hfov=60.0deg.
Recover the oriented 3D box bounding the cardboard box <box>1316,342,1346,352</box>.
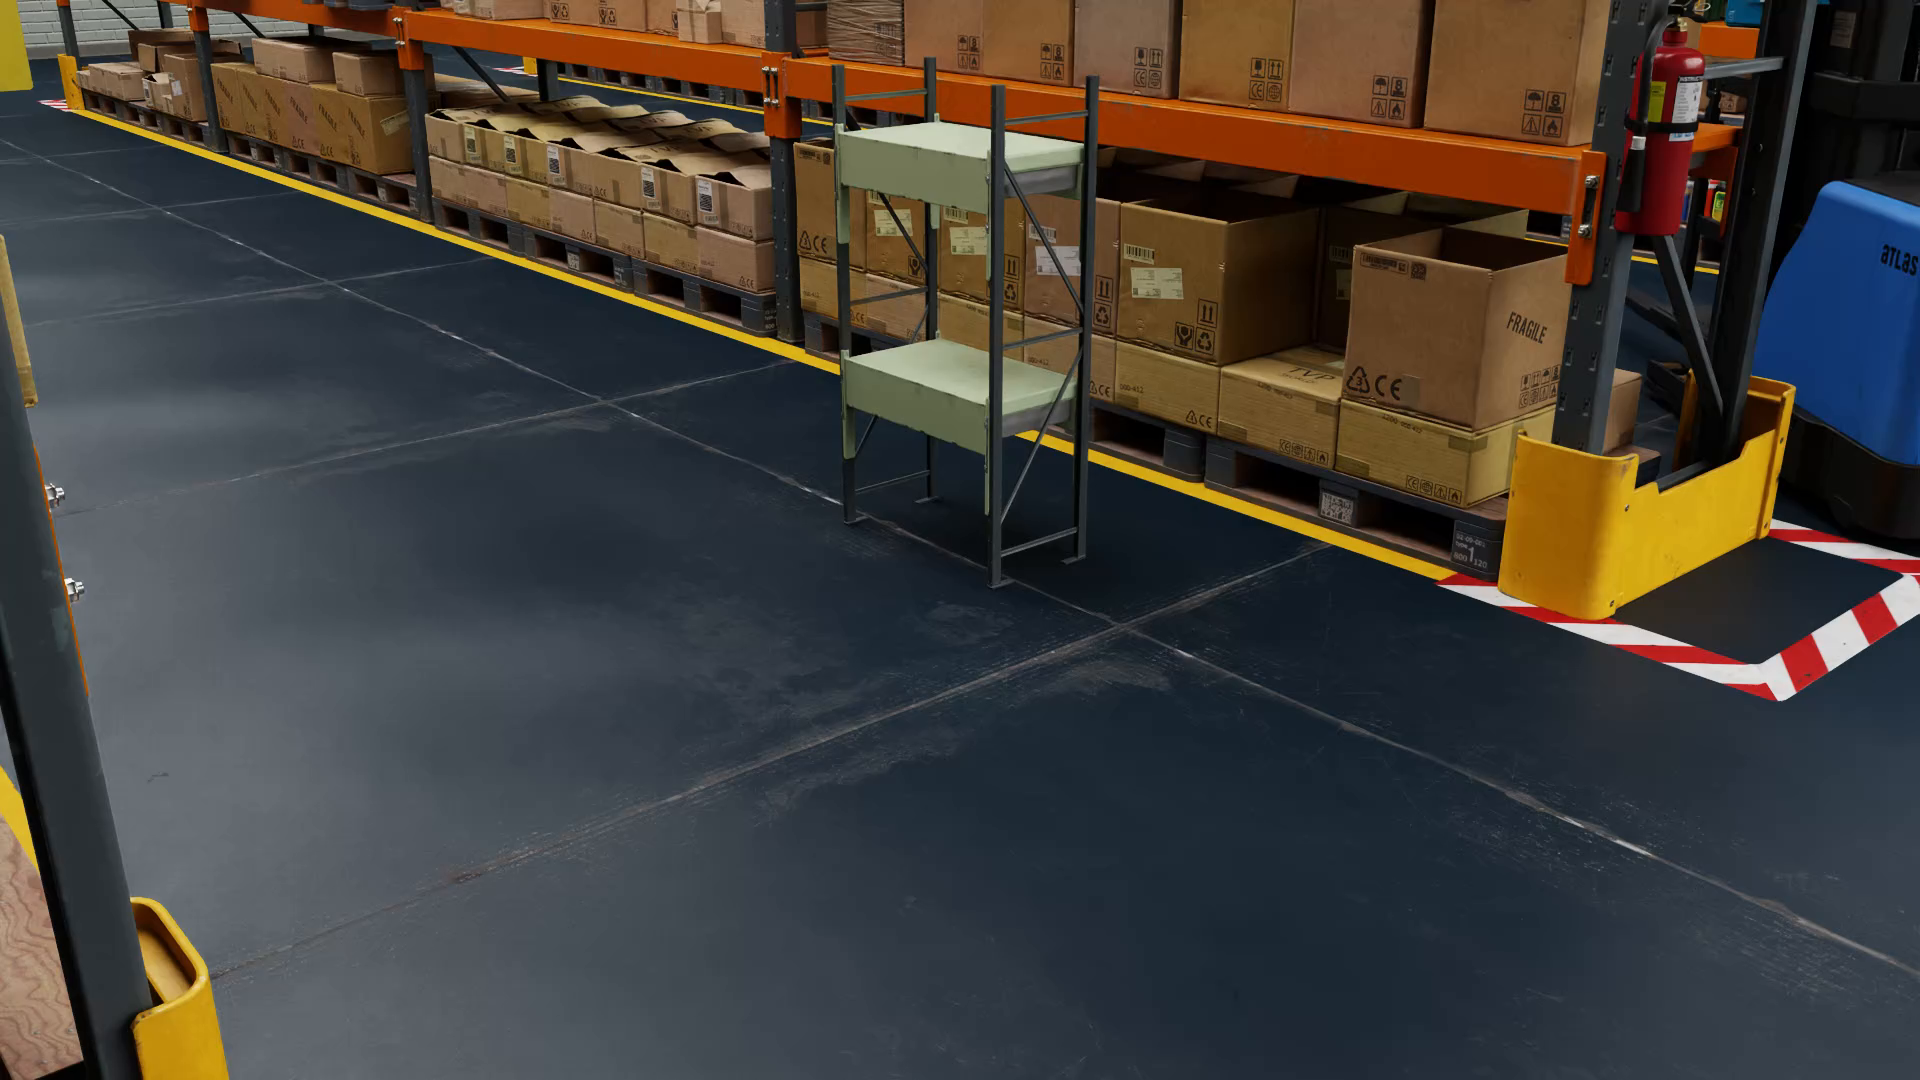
[{"bbox_3d":[1.649,-0.597,6.089,0.500,0.250,0.500,-17,27,-37],"label":"cardboard box"}]

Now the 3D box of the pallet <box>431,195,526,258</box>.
[{"bbox_3d":[-2.554,-2.018,10.347,1.003,0.211,1.213,-17,27,-37],"label":"pallet"}]

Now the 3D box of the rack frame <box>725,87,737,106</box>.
[{"bbox_3d":[-1.918,-5.837,16.273,1.000,3.000,0.127,-17,27,-37],"label":"rack frame"}]

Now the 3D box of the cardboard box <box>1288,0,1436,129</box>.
[{"bbox_3d":[1.519,-1.666,5.486,0.700,0.500,0.500,-17,27,-36],"label":"cardboard box"}]

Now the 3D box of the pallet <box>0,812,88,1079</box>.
[{"bbox_3d":[-2.143,0.882,2.943,1.003,0.211,1.213,-17,27,-37],"label":"pallet"}]

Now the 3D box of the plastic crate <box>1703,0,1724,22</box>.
[{"bbox_3d":[3.976,-3.085,9.539,0.450,0.188,0.662,-17,27,-37],"label":"plastic crate"}]

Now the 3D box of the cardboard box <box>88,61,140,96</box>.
[{"bbox_3d":[-7.818,-4.332,15.599,0.500,0.250,0.500,-17,27,-37],"label":"cardboard box"}]

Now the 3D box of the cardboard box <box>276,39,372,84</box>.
[{"bbox_3d":[-4.561,-3.442,11.956,0.500,0.250,0.500,-18,28,-38],"label":"cardboard box"}]

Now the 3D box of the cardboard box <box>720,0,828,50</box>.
[{"bbox_3d":[-0.805,-2.504,7.970,0.500,0.250,0.500,-15,26,-34],"label":"cardboard box"}]

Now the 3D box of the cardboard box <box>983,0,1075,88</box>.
[{"bbox_3d":[0.517,-2.090,6.570,0.700,0.500,0.500,-17,27,-37],"label":"cardboard box"}]

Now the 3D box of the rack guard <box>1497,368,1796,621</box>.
[{"bbox_3d":[2.176,-0.173,5.239,1.175,0.500,0.348,-17,27,-37],"label":"rack guard"}]

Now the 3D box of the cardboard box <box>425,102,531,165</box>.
[{"bbox_3d":[-2.943,-2.515,10.218,0.500,0.311,0.500,-16,27,-36],"label":"cardboard box"}]

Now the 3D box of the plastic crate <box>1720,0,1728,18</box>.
[{"bbox_3d":[4.556,-3.115,9.686,0.530,0.136,0.437,-17,27,-37],"label":"plastic crate"}]

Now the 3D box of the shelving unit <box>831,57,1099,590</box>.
[{"bbox_3d":[0.004,-0.697,5.206,0.431,1.500,0.755,-17,27,-37],"label":"shelving unit"}]

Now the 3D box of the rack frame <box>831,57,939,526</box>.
[{"bbox_3d":[-0.235,-0.798,5.464,0.400,1.500,0.023,-17,27,-37],"label":"rack frame"}]

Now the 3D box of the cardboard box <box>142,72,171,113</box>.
[{"bbox_3d":[-6.749,-3.908,14.434,0.500,0.311,0.500,-17,27,-37],"label":"cardboard box"}]

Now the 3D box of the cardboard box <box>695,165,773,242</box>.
[{"bbox_3d":[-0.933,-1.668,8.056,0.500,0.311,0.500,-17,27,-37],"label":"cardboard box"}]

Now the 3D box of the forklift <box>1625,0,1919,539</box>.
[{"bbox_3d":[3.458,-1.852,6.194,1.130,2.935,3.031,0,21,0],"label":"forklift"}]

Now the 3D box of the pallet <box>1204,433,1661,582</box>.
[{"bbox_3d":[1.629,-0.246,5.823,1.003,0.211,1.213,-17,27,-37],"label":"pallet"}]

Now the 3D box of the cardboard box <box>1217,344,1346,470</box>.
[{"bbox_3d":[1.251,-0.471,5.769,0.500,0.250,0.500,-17,27,-37],"label":"cardboard box"}]

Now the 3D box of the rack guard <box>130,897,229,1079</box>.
[{"bbox_3d":[-1.640,0.980,2.296,1.175,0.500,0.348,-17,27,-37],"label":"rack guard"}]

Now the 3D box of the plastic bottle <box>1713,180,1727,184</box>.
[{"bbox_3d":[4.321,-1.966,9.512,0.061,0.283,0.133,-17,27,-37],"label":"plastic bottle"}]

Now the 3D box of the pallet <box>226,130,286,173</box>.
[{"bbox_3d":[-5.113,-3.144,13.223,1.003,0.211,1.213,-17,27,-37],"label":"pallet"}]

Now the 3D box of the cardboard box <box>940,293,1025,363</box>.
[{"bbox_3d":[0.267,-0.884,6.824,0.500,0.250,0.500,-17,27,-37],"label":"cardboard box"}]

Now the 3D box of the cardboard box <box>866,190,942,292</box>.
[{"bbox_3d":[-0.053,-1.374,7.044,0.500,0.500,0.500,-17,27,-37],"label":"cardboard box"}]

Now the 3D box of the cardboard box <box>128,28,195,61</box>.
[{"bbox_3d":[-7.742,-4.713,16.228,0.500,0.500,0.500,-17,27,-37],"label":"cardboard box"}]

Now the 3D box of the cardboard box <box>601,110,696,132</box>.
[{"bbox_3d":[-1.862,-2.361,9.826,0.500,0.311,0.500,-18,27,-38],"label":"cardboard box"}]

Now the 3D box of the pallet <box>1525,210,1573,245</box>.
[{"bbox_3d":[3.711,-2.132,10.639,1.003,0.211,1.213,-17,27,-37],"label":"pallet"}]

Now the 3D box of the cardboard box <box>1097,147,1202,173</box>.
[{"bbox_3d":[0.664,-1.358,7.005,0.500,0.500,0.500,-17,27,-37],"label":"cardboard box"}]

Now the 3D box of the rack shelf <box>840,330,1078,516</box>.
[{"bbox_3d":[0.004,-0.393,5.325,0.431,0.370,0.720,-17,27,-37],"label":"rack shelf"}]

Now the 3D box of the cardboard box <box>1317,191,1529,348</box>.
[{"bbox_3d":[1.651,-0.946,5.953,0.500,0.500,0.500,-17,27,-37],"label":"cardboard box"}]

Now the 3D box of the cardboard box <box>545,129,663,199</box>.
[{"bbox_3d":[-1.926,-2.089,9.129,0.500,0.311,0.500,-18,28,-38],"label":"cardboard box"}]

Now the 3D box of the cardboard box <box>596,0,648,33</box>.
[{"bbox_3d":[-1.611,-2.995,8.880,0.500,0.500,0.500,-17,27,-37],"label":"cardboard box"}]

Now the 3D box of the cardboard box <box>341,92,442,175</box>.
[{"bbox_3d":[-3.850,-2.797,11.336,0.500,0.500,0.500,-16,27,-35],"label":"cardboard box"}]

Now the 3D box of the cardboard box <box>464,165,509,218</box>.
[{"bbox_3d":[-2.614,-2.115,9.966,0.500,0.250,0.500,-18,28,-39],"label":"cardboard box"}]

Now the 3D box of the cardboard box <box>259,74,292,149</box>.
[{"bbox_3d":[-4.865,-3.223,12.425,0.500,0.500,0.500,-17,27,-37],"label":"cardboard box"}]

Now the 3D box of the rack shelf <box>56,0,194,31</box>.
[{"bbox_3d":[-6.979,-4.876,14.807,1.077,0.370,4.000,-17,27,-37],"label":"rack shelf"}]

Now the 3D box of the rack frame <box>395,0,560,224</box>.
[{"bbox_3d":[-3.062,-3.553,10.443,1.000,3.000,0.127,-17,27,-37],"label":"rack frame"}]

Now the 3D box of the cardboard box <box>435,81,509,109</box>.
[{"bbox_3d":[-3.489,-2.931,11.680,0.500,0.500,0.500,-19,28,-39],"label":"cardboard box"}]

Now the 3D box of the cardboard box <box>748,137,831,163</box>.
[{"bbox_3d":[-0.855,-1.938,8.744,0.500,0.311,0.500,-18,28,-38],"label":"cardboard box"}]

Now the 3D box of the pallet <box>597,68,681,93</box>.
[{"bbox_3d":[-3.228,-5.069,18.138,1.003,0.211,1.213,-17,27,-37],"label":"pallet"}]

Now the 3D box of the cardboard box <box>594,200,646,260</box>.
[{"bbox_3d":[-1.604,-1.690,8.881,0.500,0.250,0.500,-17,27,-36],"label":"cardboard box"}]

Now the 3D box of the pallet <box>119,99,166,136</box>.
[{"bbox_3d":[-6.921,-3.887,15.120,1.003,0.211,1.213,-17,27,-37],"label":"pallet"}]

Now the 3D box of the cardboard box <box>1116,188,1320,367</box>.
[{"bbox_3d":[0.921,-0.958,5.982,0.500,0.500,0.500,-17,27,-37],"label":"cardboard box"}]

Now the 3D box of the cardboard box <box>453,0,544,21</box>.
[{"bbox_3d":[-2.625,-3.219,9.711,0.500,0.311,0.500,-18,28,-38],"label":"cardboard box"}]

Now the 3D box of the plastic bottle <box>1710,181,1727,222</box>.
[{"bbox_3d":[4.294,-1.892,9.324,0.061,0.283,0.133,-17,27,-36],"label":"plastic bottle"}]

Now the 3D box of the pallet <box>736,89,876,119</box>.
[{"bbox_3d":[-1.446,-4.315,16.212,1.003,0.211,1.213,-17,27,-37],"label":"pallet"}]

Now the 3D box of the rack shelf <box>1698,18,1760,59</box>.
[{"bbox_3d":[4.609,-2.739,9.350,1.077,0.370,4.000,-17,27,-37],"label":"rack shelf"}]
